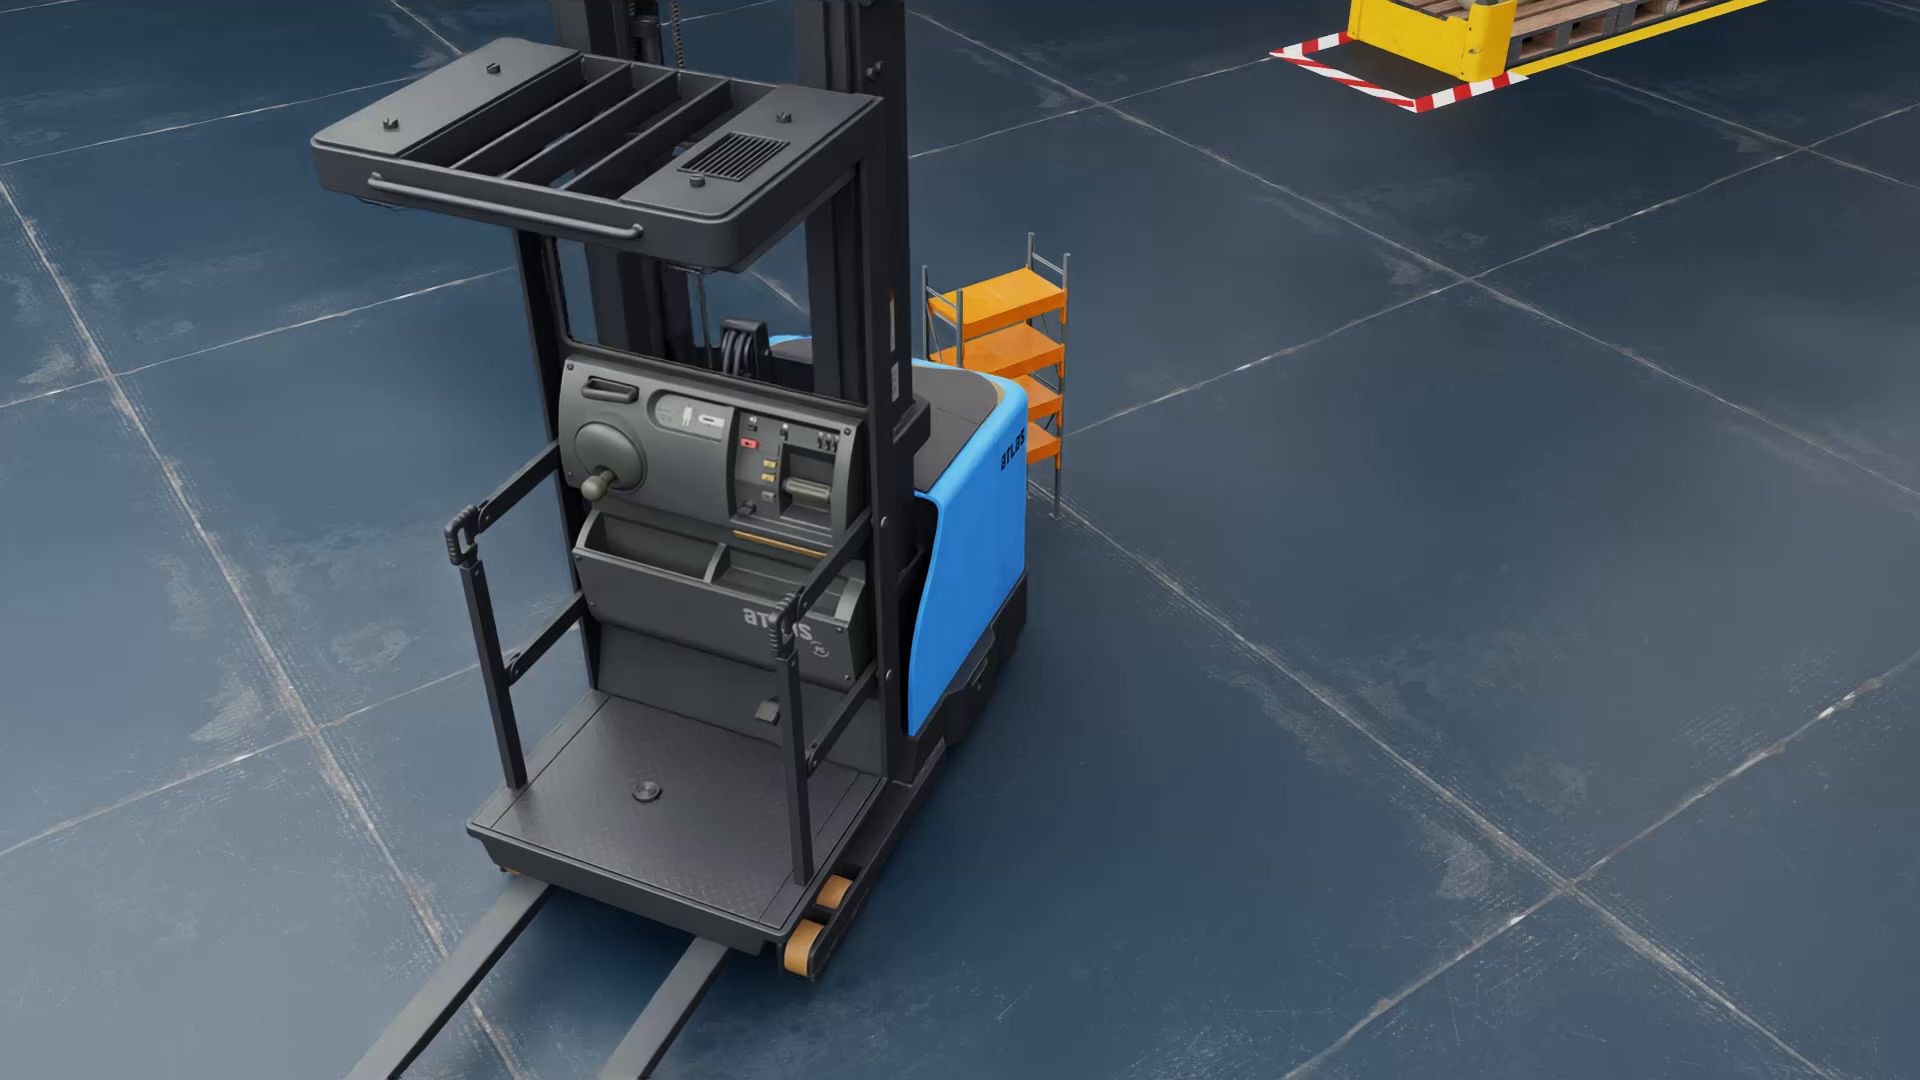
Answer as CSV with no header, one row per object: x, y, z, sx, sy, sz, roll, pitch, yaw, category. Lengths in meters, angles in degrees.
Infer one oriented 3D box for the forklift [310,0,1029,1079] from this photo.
-0.798,-0.179,4.489,1.130,2.935,3.031,14,38,19,forklift

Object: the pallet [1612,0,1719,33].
4.833,-4.093,12.260,1.213,0.211,1.003,-22,41,-28,pallet

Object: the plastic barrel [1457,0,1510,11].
3.628,-3.917,11.398,0.421,0.512,0.421,0,36,0,plastic barrel

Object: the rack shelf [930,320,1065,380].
0.135,-0.670,6.386,0.480,0.148,0.258,-22,41,-28,rack shelf

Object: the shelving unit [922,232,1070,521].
0.135,-0.543,6.477,0.503,1.200,0.258,-22,41,-28,shelving unit

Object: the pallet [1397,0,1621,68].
3.836,-3.685,11.693,1.213,0.211,1.003,-22,41,-28,pallet

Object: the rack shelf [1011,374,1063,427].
0.135,-0.488,6.516,0.480,0.148,0.258,-22,41,-28,rack shelf

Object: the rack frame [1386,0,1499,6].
3.134,-4.498,10.436,0.127,3.000,1.000,-22,41,-28,rack frame

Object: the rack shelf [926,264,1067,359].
0.135,-0.862,6.248,0.480,0.148,0.258,-22,41,-28,rack shelf

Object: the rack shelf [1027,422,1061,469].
0.135,-0.327,6.632,0.480,0.148,0.258,-22,41,-28,rack shelf

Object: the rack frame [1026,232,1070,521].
0.335,-0.625,6.591,0.015,1.200,0.240,-22,41,-28,rack frame

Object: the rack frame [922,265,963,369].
-0.064,-0.461,6.363,0.015,1.200,0.240,-22,41,-28,rack frame

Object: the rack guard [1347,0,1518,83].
3.169,-3.532,11.232,0.348,0.500,1.175,-22,41,-28,rack guard
